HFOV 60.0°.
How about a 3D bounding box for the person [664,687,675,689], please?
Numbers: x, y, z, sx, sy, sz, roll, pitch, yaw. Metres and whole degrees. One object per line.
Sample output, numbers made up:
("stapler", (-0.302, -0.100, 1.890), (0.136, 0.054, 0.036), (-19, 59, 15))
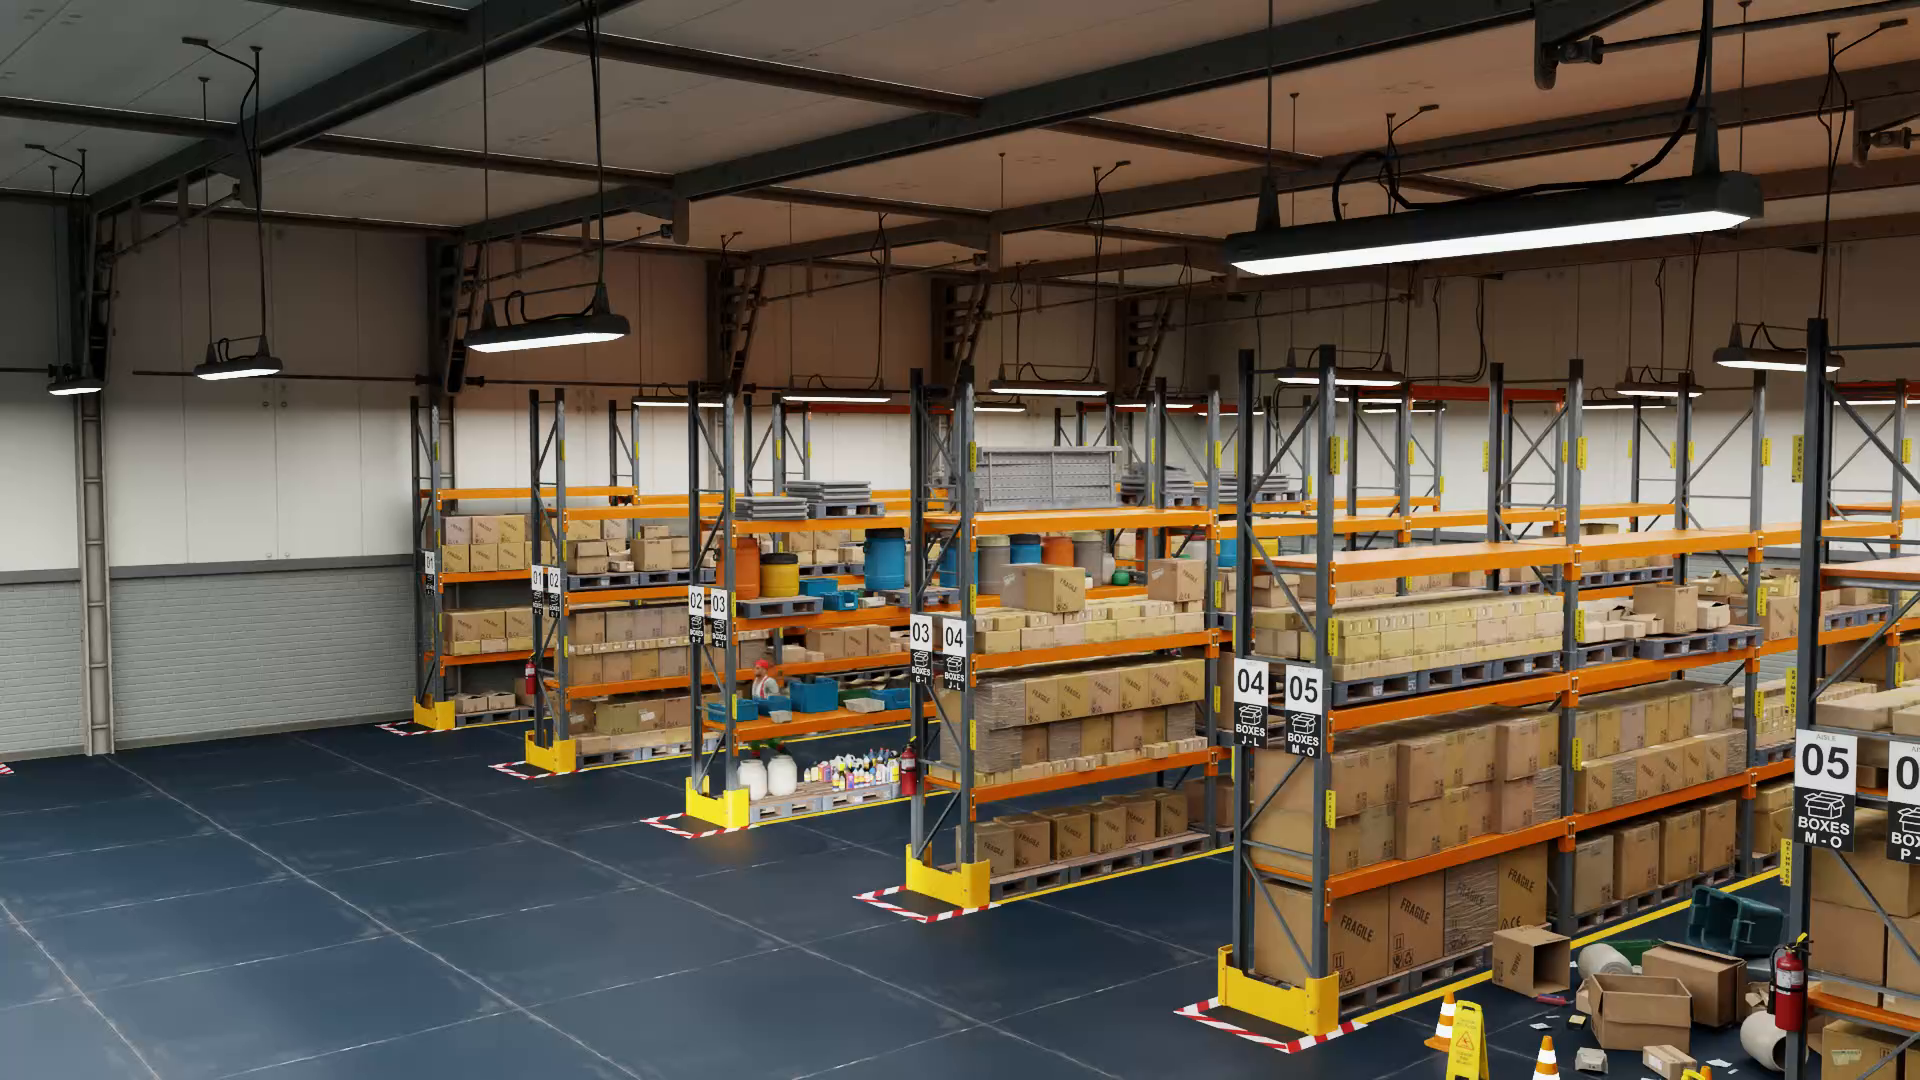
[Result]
("person", (-5.249, 2.508, 30.273), (0.703, 1.743, 0.542), (3, 5, 44))

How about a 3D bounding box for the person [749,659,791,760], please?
("person", (-2.974, 2.743, 25.827), (0.867, 1.804, 0.652), (-3, 5, -45))
